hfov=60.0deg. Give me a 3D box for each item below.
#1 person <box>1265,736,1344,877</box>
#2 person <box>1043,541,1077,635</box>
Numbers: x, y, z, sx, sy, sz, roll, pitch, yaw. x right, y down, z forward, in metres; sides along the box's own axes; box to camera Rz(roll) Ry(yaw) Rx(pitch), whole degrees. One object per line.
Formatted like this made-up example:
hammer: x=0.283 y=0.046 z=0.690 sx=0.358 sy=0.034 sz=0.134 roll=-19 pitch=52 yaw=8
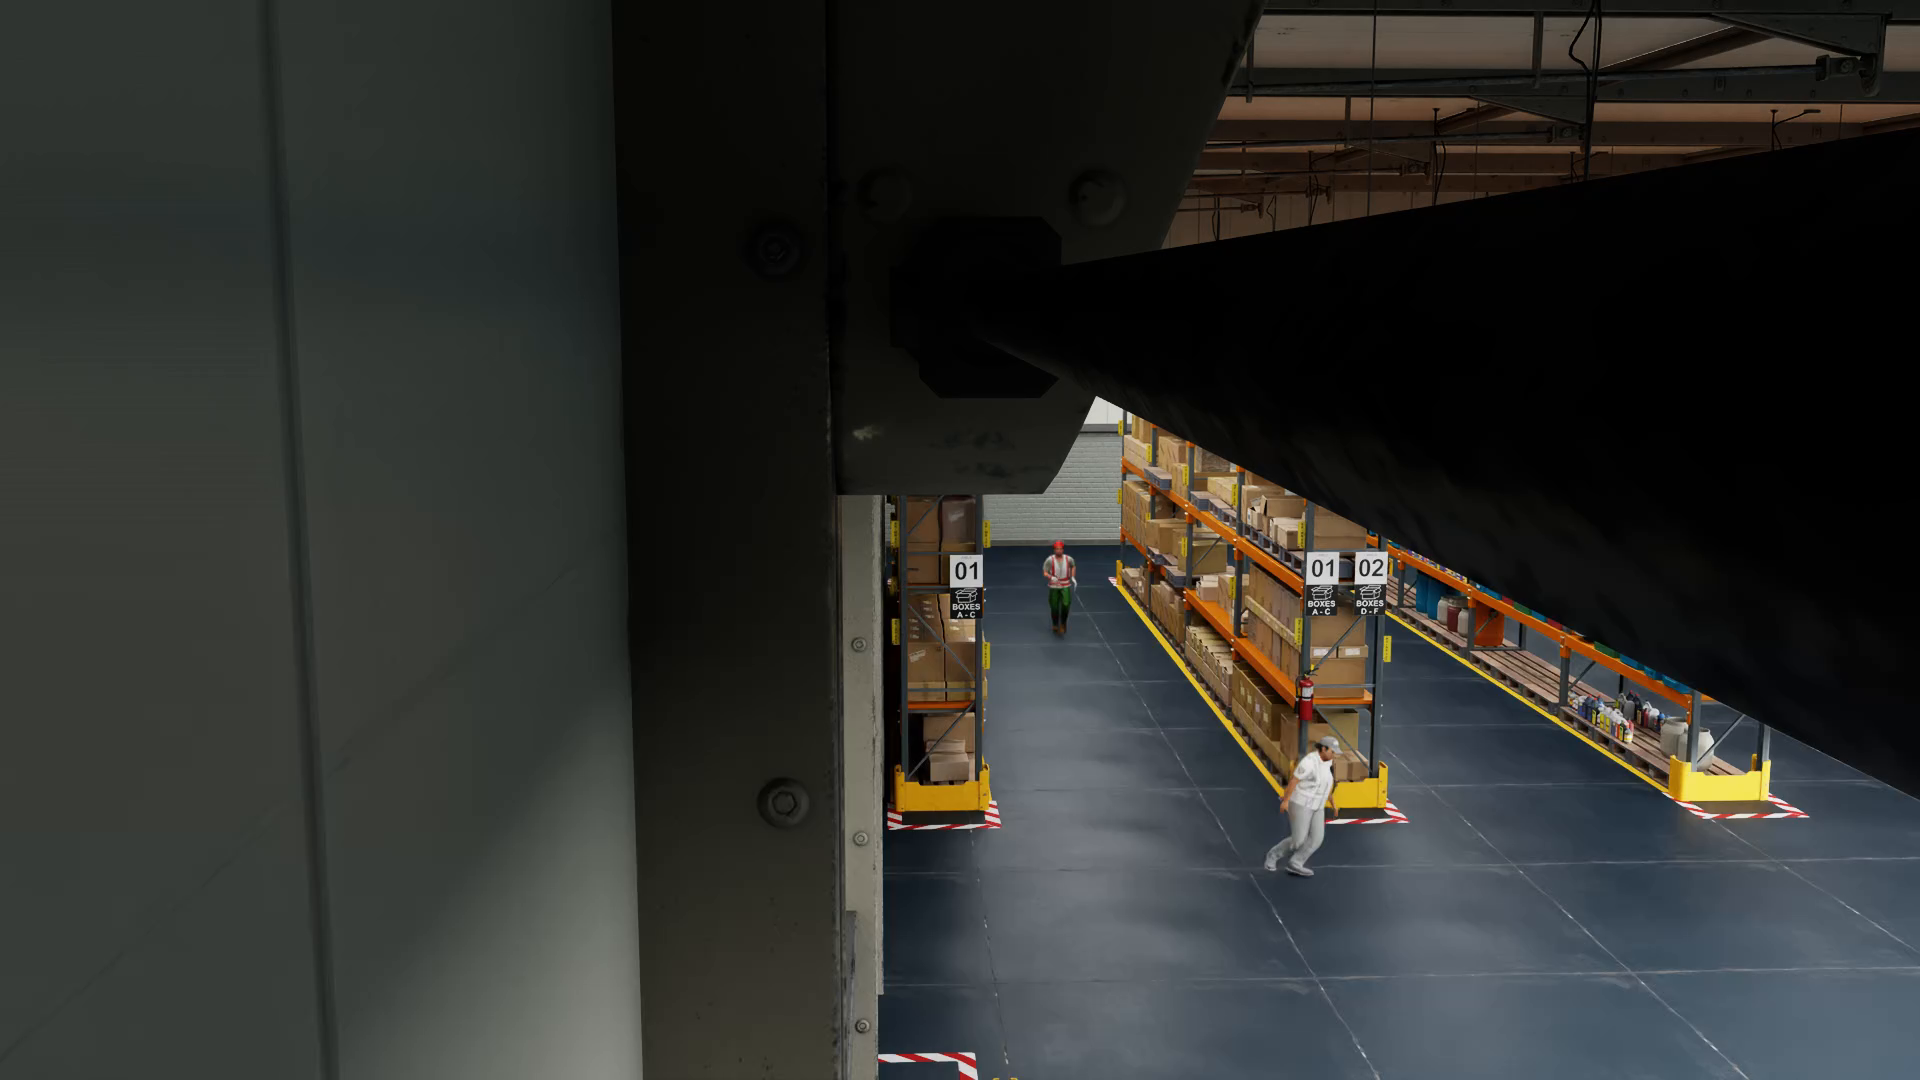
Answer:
person: x=3.768 y=2.893 z=18.112 sx=0.756 sy=1.579 sz=0.694 roll=-8 pitch=11 yaw=-42
person: x=1.864 y=0.892 z=30.952 sx=0.649 sy=1.766 sz=0.773 roll=0 pitch=8 yaw=-3
